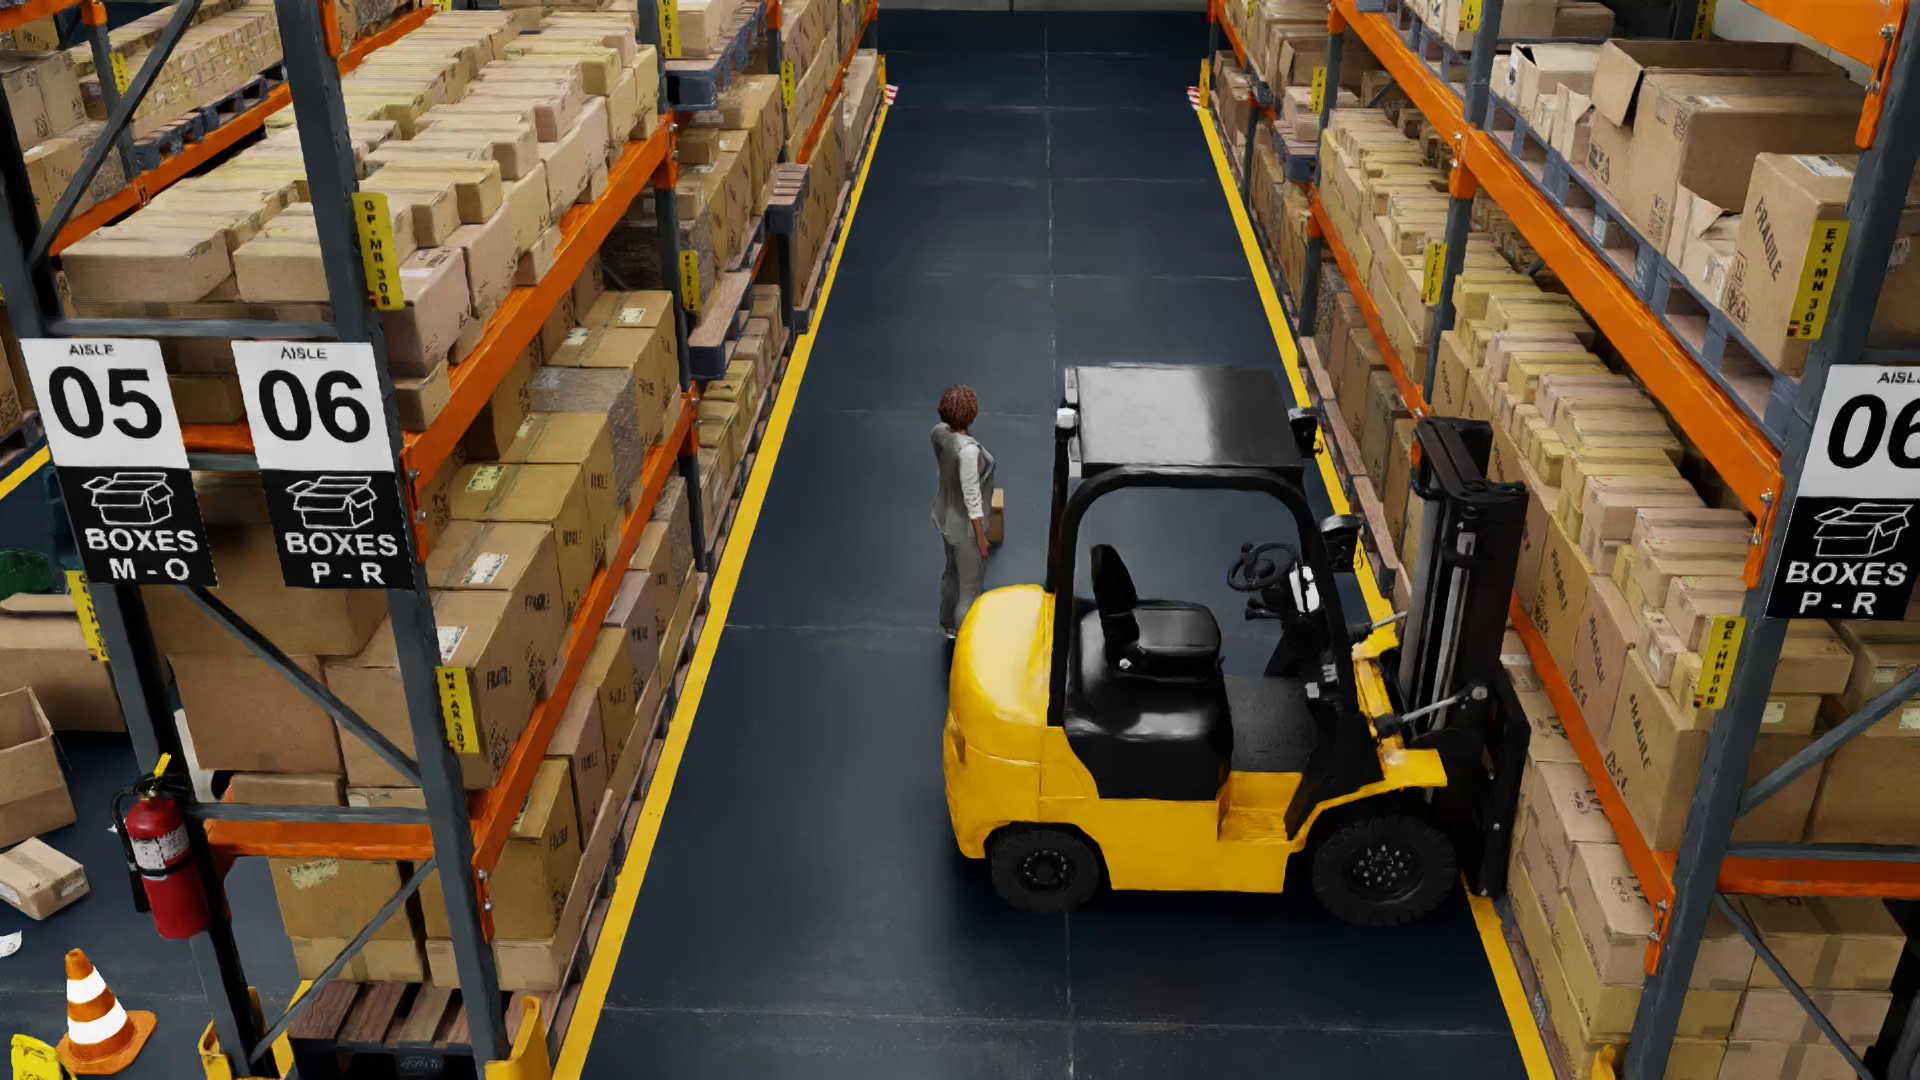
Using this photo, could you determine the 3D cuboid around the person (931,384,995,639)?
[{"bbox_3d":[0.027,-0.076,8.767,0.336,1.607,0.473,-10,30,-18],"label":"person"}]
